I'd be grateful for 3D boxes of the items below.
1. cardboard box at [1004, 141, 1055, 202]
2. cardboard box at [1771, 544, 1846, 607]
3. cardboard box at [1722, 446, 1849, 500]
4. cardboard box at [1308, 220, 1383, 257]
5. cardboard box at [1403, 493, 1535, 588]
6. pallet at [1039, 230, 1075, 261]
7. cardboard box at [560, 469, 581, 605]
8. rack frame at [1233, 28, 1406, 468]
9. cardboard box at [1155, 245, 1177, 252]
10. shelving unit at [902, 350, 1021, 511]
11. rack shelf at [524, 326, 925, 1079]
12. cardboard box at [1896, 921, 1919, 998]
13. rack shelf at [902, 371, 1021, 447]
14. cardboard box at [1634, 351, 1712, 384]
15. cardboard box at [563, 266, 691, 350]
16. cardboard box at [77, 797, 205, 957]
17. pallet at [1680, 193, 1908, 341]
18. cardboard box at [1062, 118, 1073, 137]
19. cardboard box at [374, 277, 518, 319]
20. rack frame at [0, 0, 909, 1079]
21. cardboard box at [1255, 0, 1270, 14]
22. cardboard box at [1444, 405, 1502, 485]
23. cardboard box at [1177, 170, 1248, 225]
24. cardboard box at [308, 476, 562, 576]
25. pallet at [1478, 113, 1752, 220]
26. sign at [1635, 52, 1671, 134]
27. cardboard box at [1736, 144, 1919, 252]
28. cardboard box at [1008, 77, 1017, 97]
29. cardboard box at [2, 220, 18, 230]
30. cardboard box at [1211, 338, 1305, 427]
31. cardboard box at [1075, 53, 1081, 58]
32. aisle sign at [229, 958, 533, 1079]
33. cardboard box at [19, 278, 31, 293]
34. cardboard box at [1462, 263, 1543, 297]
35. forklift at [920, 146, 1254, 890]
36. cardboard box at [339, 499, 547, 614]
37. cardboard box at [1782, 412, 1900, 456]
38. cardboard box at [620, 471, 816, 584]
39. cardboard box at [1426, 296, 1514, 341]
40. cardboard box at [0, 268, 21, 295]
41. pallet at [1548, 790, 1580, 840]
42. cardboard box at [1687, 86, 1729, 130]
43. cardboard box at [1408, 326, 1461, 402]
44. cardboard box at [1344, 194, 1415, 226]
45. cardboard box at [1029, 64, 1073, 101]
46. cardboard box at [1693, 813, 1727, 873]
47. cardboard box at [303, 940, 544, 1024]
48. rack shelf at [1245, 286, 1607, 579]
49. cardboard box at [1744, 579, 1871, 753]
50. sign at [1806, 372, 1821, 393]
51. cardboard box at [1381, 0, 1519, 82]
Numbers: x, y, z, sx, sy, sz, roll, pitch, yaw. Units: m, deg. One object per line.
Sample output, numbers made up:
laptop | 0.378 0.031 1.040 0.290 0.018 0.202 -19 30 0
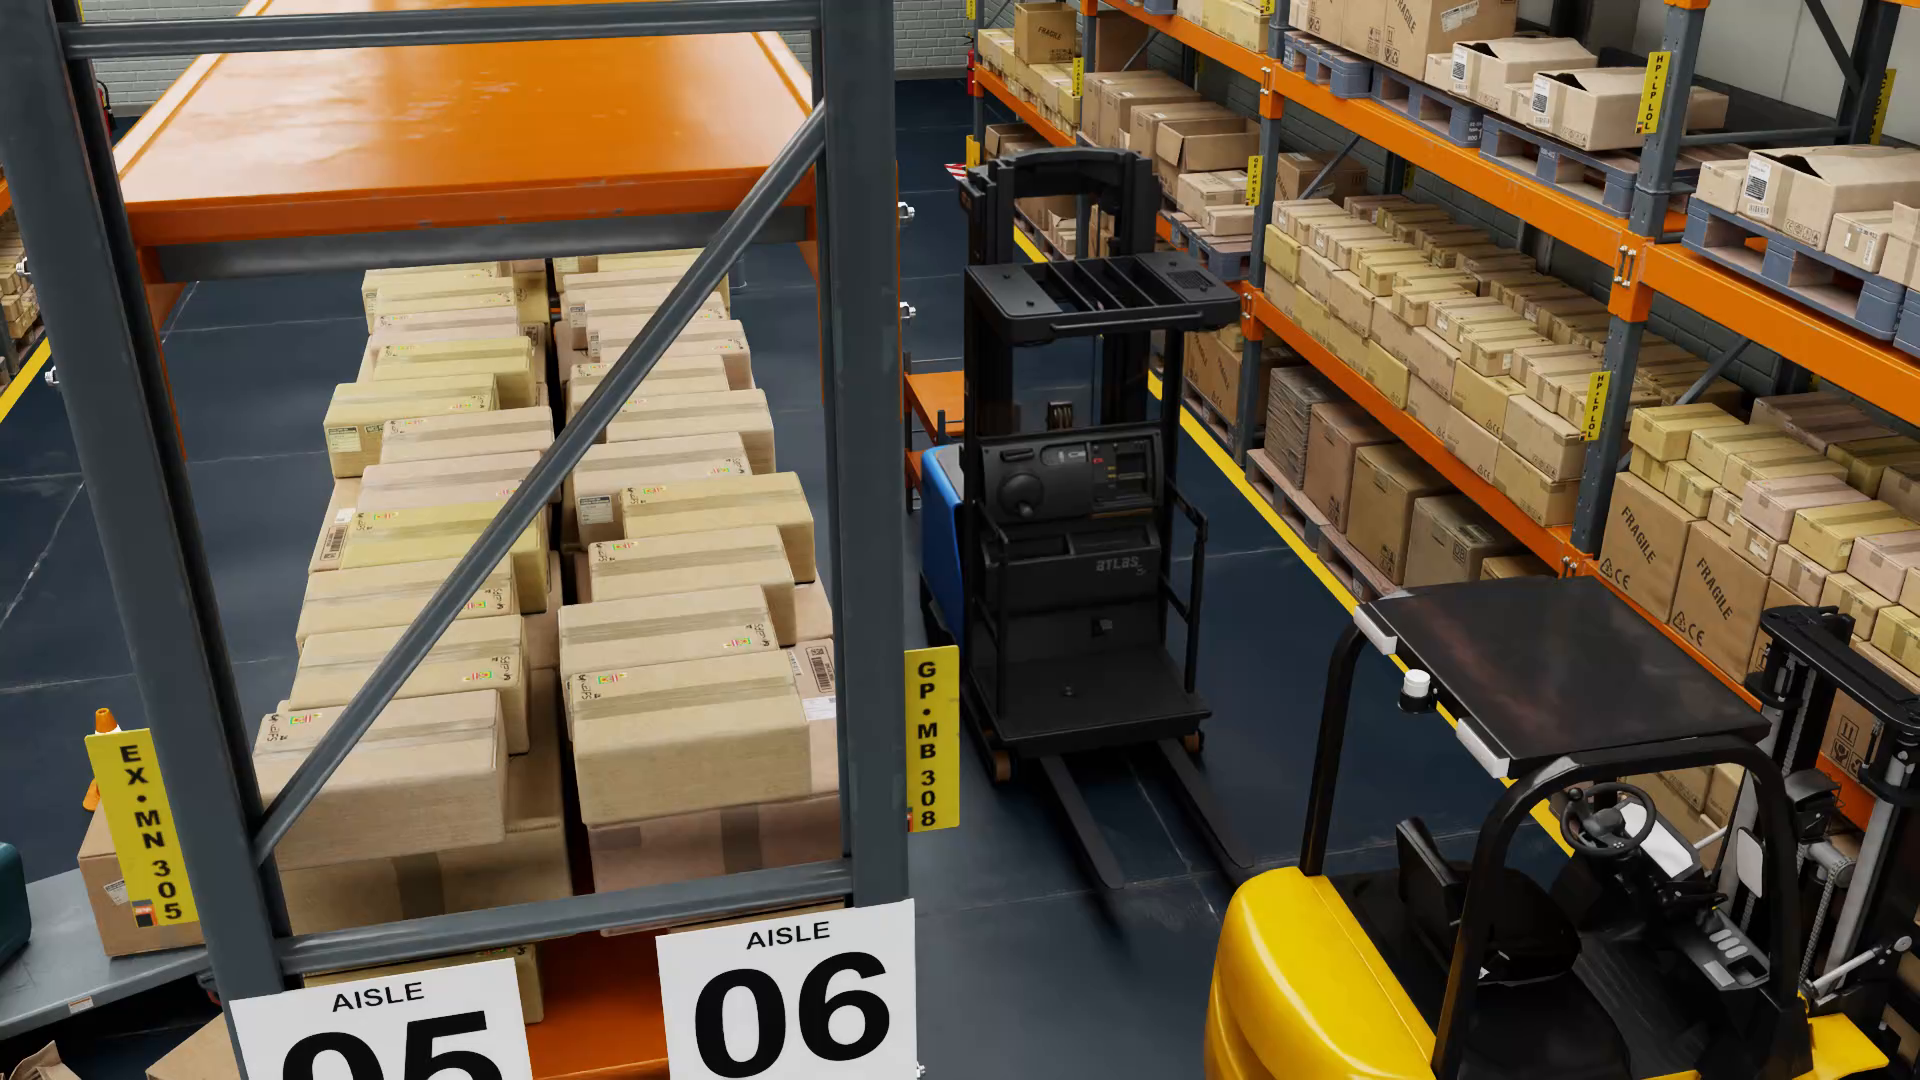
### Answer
cardboard box | 0.851 -3.854 17.364 0.700 0.500 0.500 -5 27 -9
cardboard box | 3.357 0.117 6.358 0.380 0.149 0.250 -6 27 -12
cardboard box | 3.351 -0.252 6.759 0.380 0.149 0.250 -6 27 -13
cardboard box | 2.382 -1.865 10.284 0.380 0.149 0.250 -5 27 -10
cardboard box | 3.059 0.132 9.329 0.875 0.625 0.625 -6 27 -12
pallet | 1.398 -2.740 15.945 1.003 0.211 1.213 -6 27 -12
cardboard box | -0.677 -0.009 3.946 0.500 0.250 0.500 -5 27 -10
rack frame | 2.453 -1.927 11.240 1.000 3.000 0.127 -6 27 -12
cardboard box | 1.729 -2.293 13.553 0.380 0.149 0.250 -5 27 -10
shelving unit | -0.002 -0.505 10.502 0.538 1.125 1.048 -6 27 -12
rack shelf | -1.030 0.194 4.506 1.077 0.370 4.000 -6 27 -12
cardboard box | 3.604 1.564 5.799 0.500 0.250 0.500 -6 27 -11
rack shelf | -0.002 -0.766 10.371 0.538 0.278 1.000 -6 27 -12
cardboard box | 3.475 -0.805 8.185 0.380 0.149 0.250 -7 28 -13
cardboard box | -0.946 -0.676 4.825 0.380 0.149 0.250 -6 28 -13
cardboard box | -3.208 1.306 6.767 0.500 0.500 0.500 -6 27 -12
pallet | 3.572 -1.099 6.368 1.003 0.211 1.213 -6 27 -12
cardboard box | 1.154 -3.798 15.224 0.380 0.149 0.250 -5 27 -10
cardboard box | -1.451 -0.627 4.729 0.380 0.149 0.250 -7 28 -13
rack frame | -0.579 -0.588 1.928 1.000 3.000 0.127 -6 27 -12
cardboard box | 2.139 -3.509 10.768 0.380 0.149 0.250 -5 27 -11
cardboard box | 2.868 -0.519 8.616 0.500 0.250 0.500 -6 27 -12
cardboard box | 1.900 -2.478 12.031 0.500 0.250 0.500 -7 28 -14
cardboard box | -1.191 0.040 3.850 0.500 0.250 0.500 -5 27 -10
pallet | 3.143 -1.811 7.892 0.805 0.209 1.217 -7 28 -14
sign | 2.828 -1.822 6.780 0.100 0.325 0.005 -6 27 -12
cardboard box | 3.305 -1.313 6.215 0.500 0.311 0.500 -5 27 -11
cardboard box | 0.699 -4.585 16.783 0.380 0.149 0.250 -7 28 -13
cardboard box | -8.373 -2.784 14.975 0.380 0.149 0.250 -7 28 -13
cardboard box | 2.149 -1.163 12.033 0.500 0.500 0.500 -5 27 -10
cardboard box | 1.352 -4.656 16.483 0.500 0.250 0.500 -6 27 -12
aisle sign | -0.848 0.986 2.582 0.394 0.787 0.004 -6 27 -12
cardboard box | -8.146 -2.194 14.136 0.380 0.149 0.250 -7 28 -14
cardboard box | 3.089 -1.467 9.497 0.380 0.149 0.250 -5 27 -10
forklift | 0.617 -0.286 8.063 1.130 2.935 3.031 -6 27 -12
cardboard box | -1.046 0.045 3.397 0.380 0.149 0.250 -6 27 -11
cardboard box | 3.737 -0.415 7.082 0.380 0.149 0.250 -7 28 -13
cardboard box | -0.513 -0.012 3.510 0.380 0.149 0.250 -6 27 -12
cardboard box | 2.745 -1.191 8.950 0.380 0.149 0.250 -6 27 -11
cardboard box | -7.963 -2.110 13.640 0.380 0.149 0.250 -5 27 -9
pallet | 3.493 1.427 7.689 1.003 0.211 1.213 -6 27 -12
cardboard box | 3.355 -2.023 7.802 0.380 0.149 0.250 -6 27 -12
cardboard box | 2.762 -0.967 8.949 0.500 0.250 0.500 -5 27 -11
cardboard box | 2.724 -2.139 10.829 0.380 0.149 0.250 -5 27 -10
cardboard box | 0.973 -4.387 15.949 0.500 0.250 0.500 -6 27 -12
cardboard box | 3.380 1.332 6.813 0.500 0.250 0.500 -6 27 -12
cardboard box | -0.932 0.735 2.915 0.380 0.149 0.250 -6 27 -11
rack shelf | 2.904 -0.728 9.662 1.077 0.370 4.000 -6 27 -12
cardboard box | 3.449 0.454 6.410 0.500 0.500 0.500 -6 27 -12
sign | 3.895 -0.650 7.661 0.100 0.325 0.005 -6 27 -12
cardboard box | 2.609 -2.754 8.860 0.500 0.500 0.500 -5 27 -10
